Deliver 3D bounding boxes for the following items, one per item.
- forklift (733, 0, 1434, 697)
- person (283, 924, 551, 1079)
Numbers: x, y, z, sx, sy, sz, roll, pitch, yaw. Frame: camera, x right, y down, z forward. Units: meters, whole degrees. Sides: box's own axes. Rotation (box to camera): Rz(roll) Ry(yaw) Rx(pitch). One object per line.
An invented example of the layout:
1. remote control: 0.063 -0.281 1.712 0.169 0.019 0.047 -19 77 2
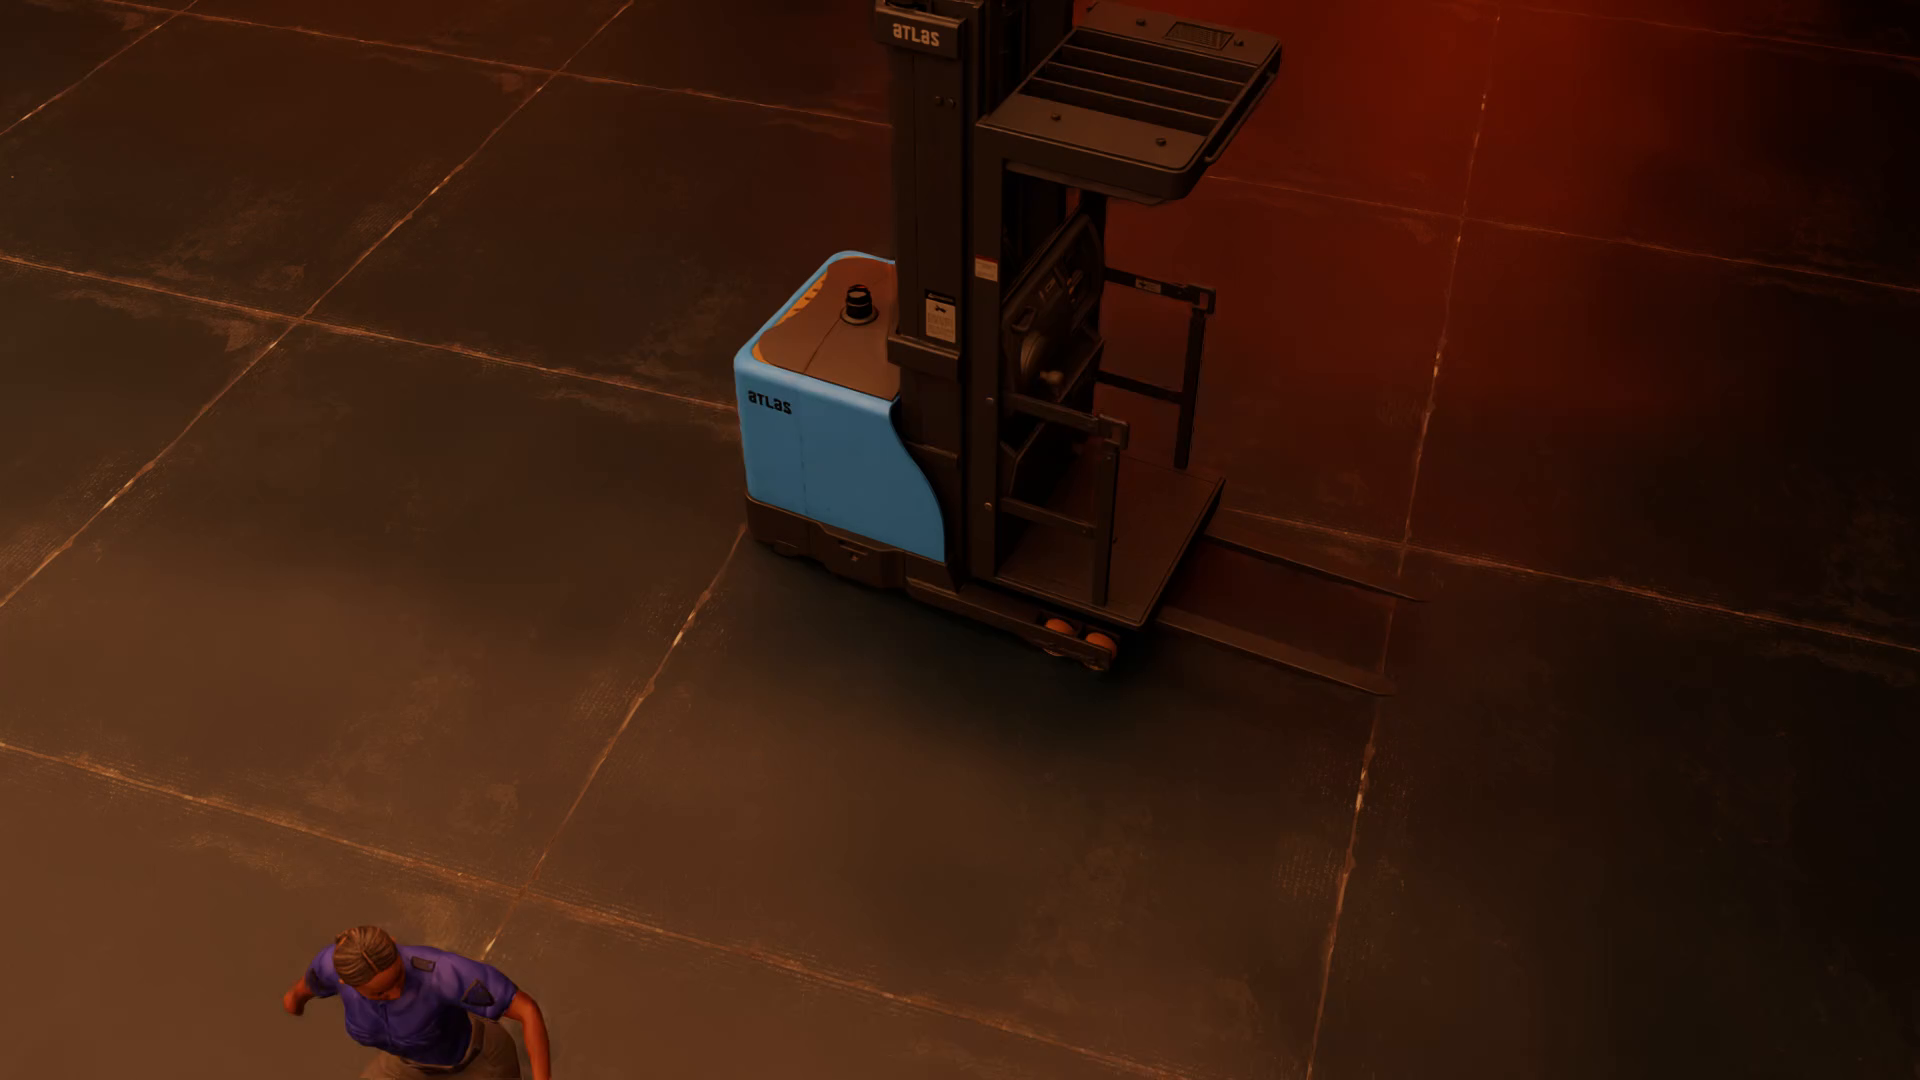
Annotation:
1. forklift: 0.563 -0.922 6.680 3.031 2.935 1.130 18 46 19
2. person: -1.639 1.597 5.066 1.085 1.548 0.483 12 44 13
